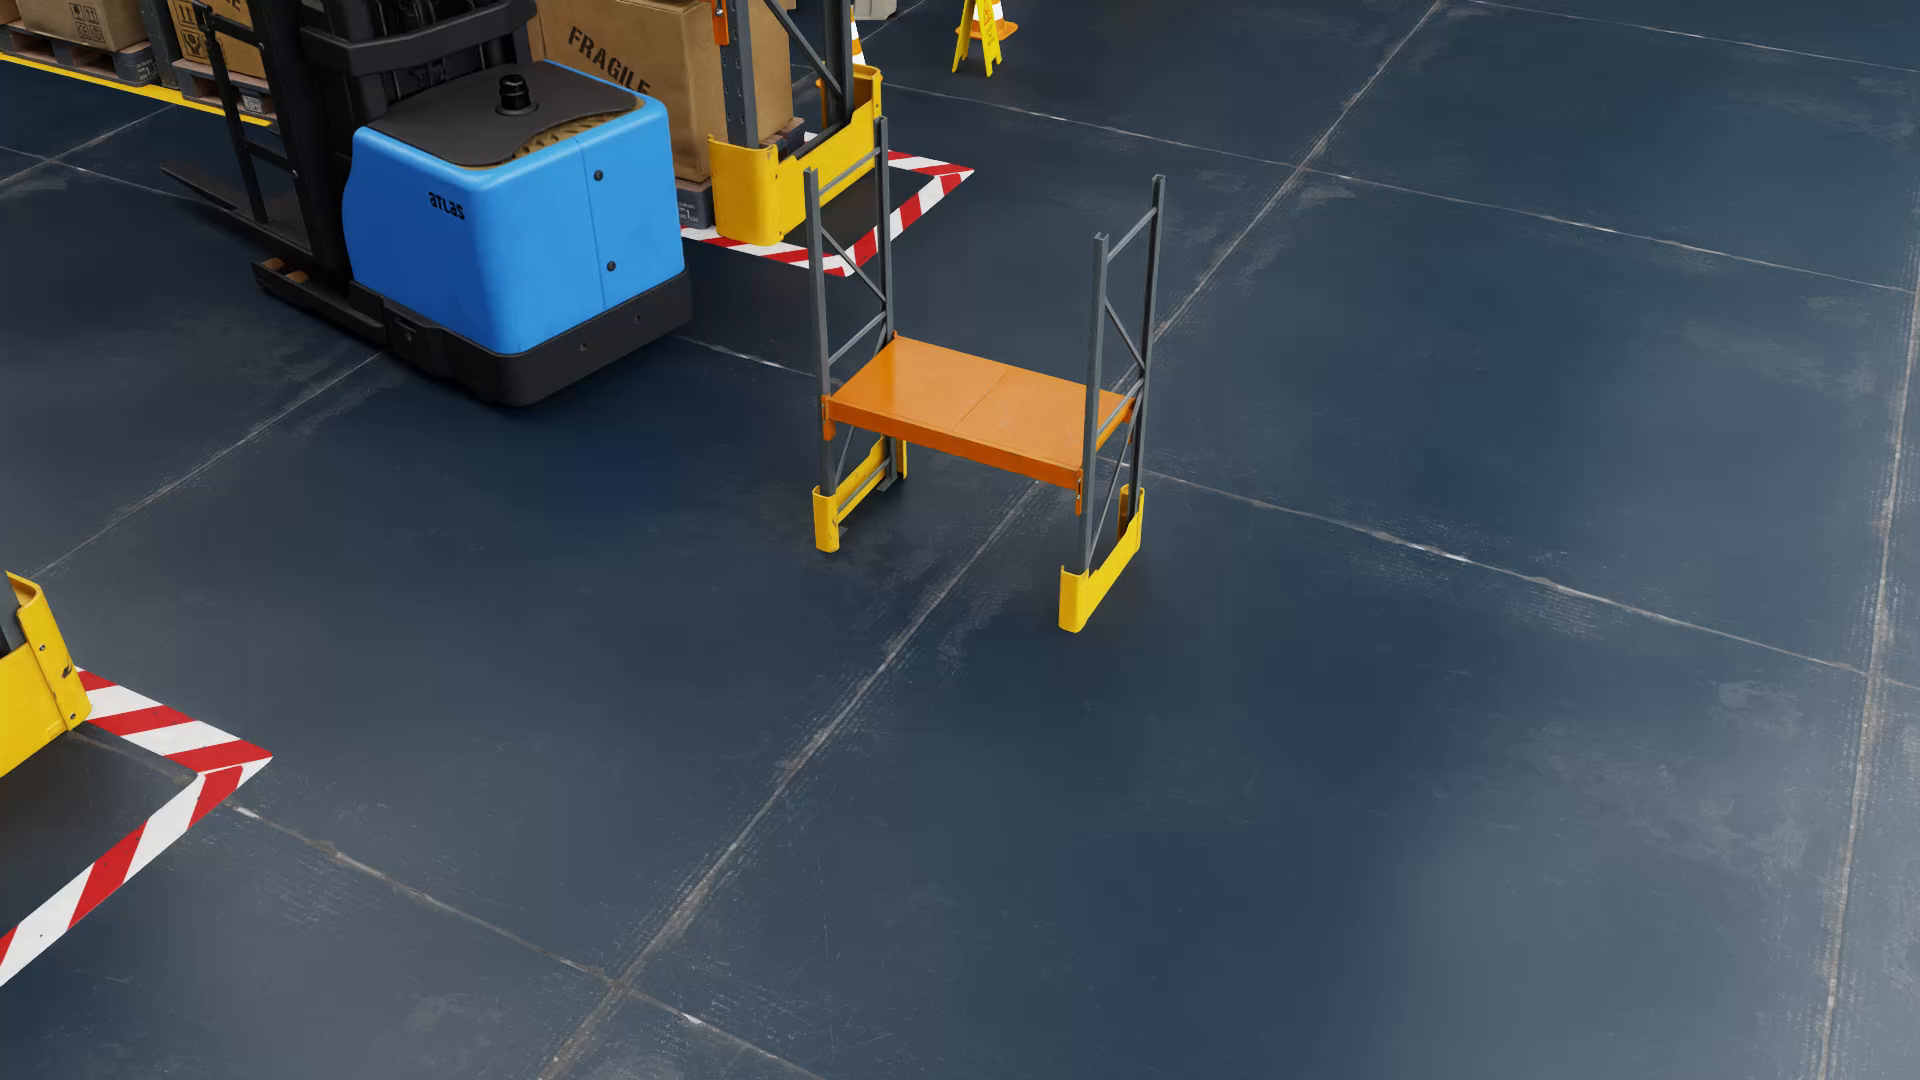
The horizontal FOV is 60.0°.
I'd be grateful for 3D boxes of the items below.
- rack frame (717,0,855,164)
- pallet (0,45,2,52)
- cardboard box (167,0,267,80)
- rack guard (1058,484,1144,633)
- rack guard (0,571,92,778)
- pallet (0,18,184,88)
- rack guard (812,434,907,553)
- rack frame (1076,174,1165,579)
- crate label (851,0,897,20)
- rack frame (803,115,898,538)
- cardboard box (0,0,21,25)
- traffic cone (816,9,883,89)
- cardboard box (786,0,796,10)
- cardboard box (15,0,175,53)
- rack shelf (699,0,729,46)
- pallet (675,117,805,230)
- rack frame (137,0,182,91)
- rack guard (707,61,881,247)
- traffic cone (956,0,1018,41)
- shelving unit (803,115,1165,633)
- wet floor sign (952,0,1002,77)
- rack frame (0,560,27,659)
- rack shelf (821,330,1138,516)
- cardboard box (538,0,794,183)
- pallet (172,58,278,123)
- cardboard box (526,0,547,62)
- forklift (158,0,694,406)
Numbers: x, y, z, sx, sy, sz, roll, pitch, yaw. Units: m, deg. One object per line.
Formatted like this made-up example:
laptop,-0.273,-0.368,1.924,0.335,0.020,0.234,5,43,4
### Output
rack frame,-0.834,-2.986,7.703,0.127,3.000,1.000,17,41,21
pallet,-6.194,-3.500,10.687,1.213,0.211,1.003,17,41,21
cardboard box,-3.860,-3.207,9.404,0.875,0.875,0.875,18,41,22
rack guard,0.510,0.060,5.964,0.087,0.250,0.587,17,41,21
rack guard,-3.273,0.623,5.015,0.348,0.500,1.175,17,41,21
pallet,-5.106,-3.162,10.241,1.213,0.211,1.003,17,41,21
rack guard,-0.375,-0.217,6.329,0.087,0.250,0.587,17,41,21
rack frame,0.527,-0.432,5.579,0.032,1.500,0.500,17,41,21
crate label,-0.558,-3.453,10.686,0.298,0.136,0.250,-2,37,-2
rack frame,-0.376,-0.715,5.952,0.032,1.500,0.500,17,41,21
cardboard box,-5.834,-3.764,10.241,0.750,0.750,1.050,17,41,21
traffic cone,-0.653,-2.886,9.669,0.334,0.463,0.336,17,41,21
cardboard box,-1.372,-3.807,10.849,0.637,0.503,0.797,-8,38,-10
cardboard box,-4.979,-3.494,9.885,0.750,0.750,1.050,17,40,21
rack shelf,-2.610,-3.256,8.653,4.000,0.370,1.077,17,41,21
pallet,-1.580,-2.056,8.784,1.213,0.211,1.003,17,41,21
rack frame,-4.386,-4.098,9.168,0.127,3.000,1.000,17,41,21
rack guard,-0.813,-1.984,8.450,0.348,0.500,1.175,17,41,21
traffic cone,0.169,-3.398,10.344,0.334,0.463,0.336,17,41,21
shelving unit,0.068,-0.576,5.769,1.083,1.500,0.587,17,41,21
wet floor sign,0.102,-3.103,9.805,0.232,0.644,0.267,11,38,14
rack frame,-3.205,-0.351,4.232,0.127,3.000,1.000,17,41,21
rack shelf,0.076,-0.430,5.874,1.000,0.185,0.538,17,41,21
cardboard box,-1.467,-2.460,8.420,0.875,0.875,0.875,18,41,22
pallet,-3.747,-2.734,9.677,1.213,0.211,1.003,17,41,21
cardboard box,-2.249,-2.704,8.741,0.875,0.875,0.875,17,40,21
forklift,-2.656,-2.459,7.065,3.031,2.935,1.130,26,44,30
